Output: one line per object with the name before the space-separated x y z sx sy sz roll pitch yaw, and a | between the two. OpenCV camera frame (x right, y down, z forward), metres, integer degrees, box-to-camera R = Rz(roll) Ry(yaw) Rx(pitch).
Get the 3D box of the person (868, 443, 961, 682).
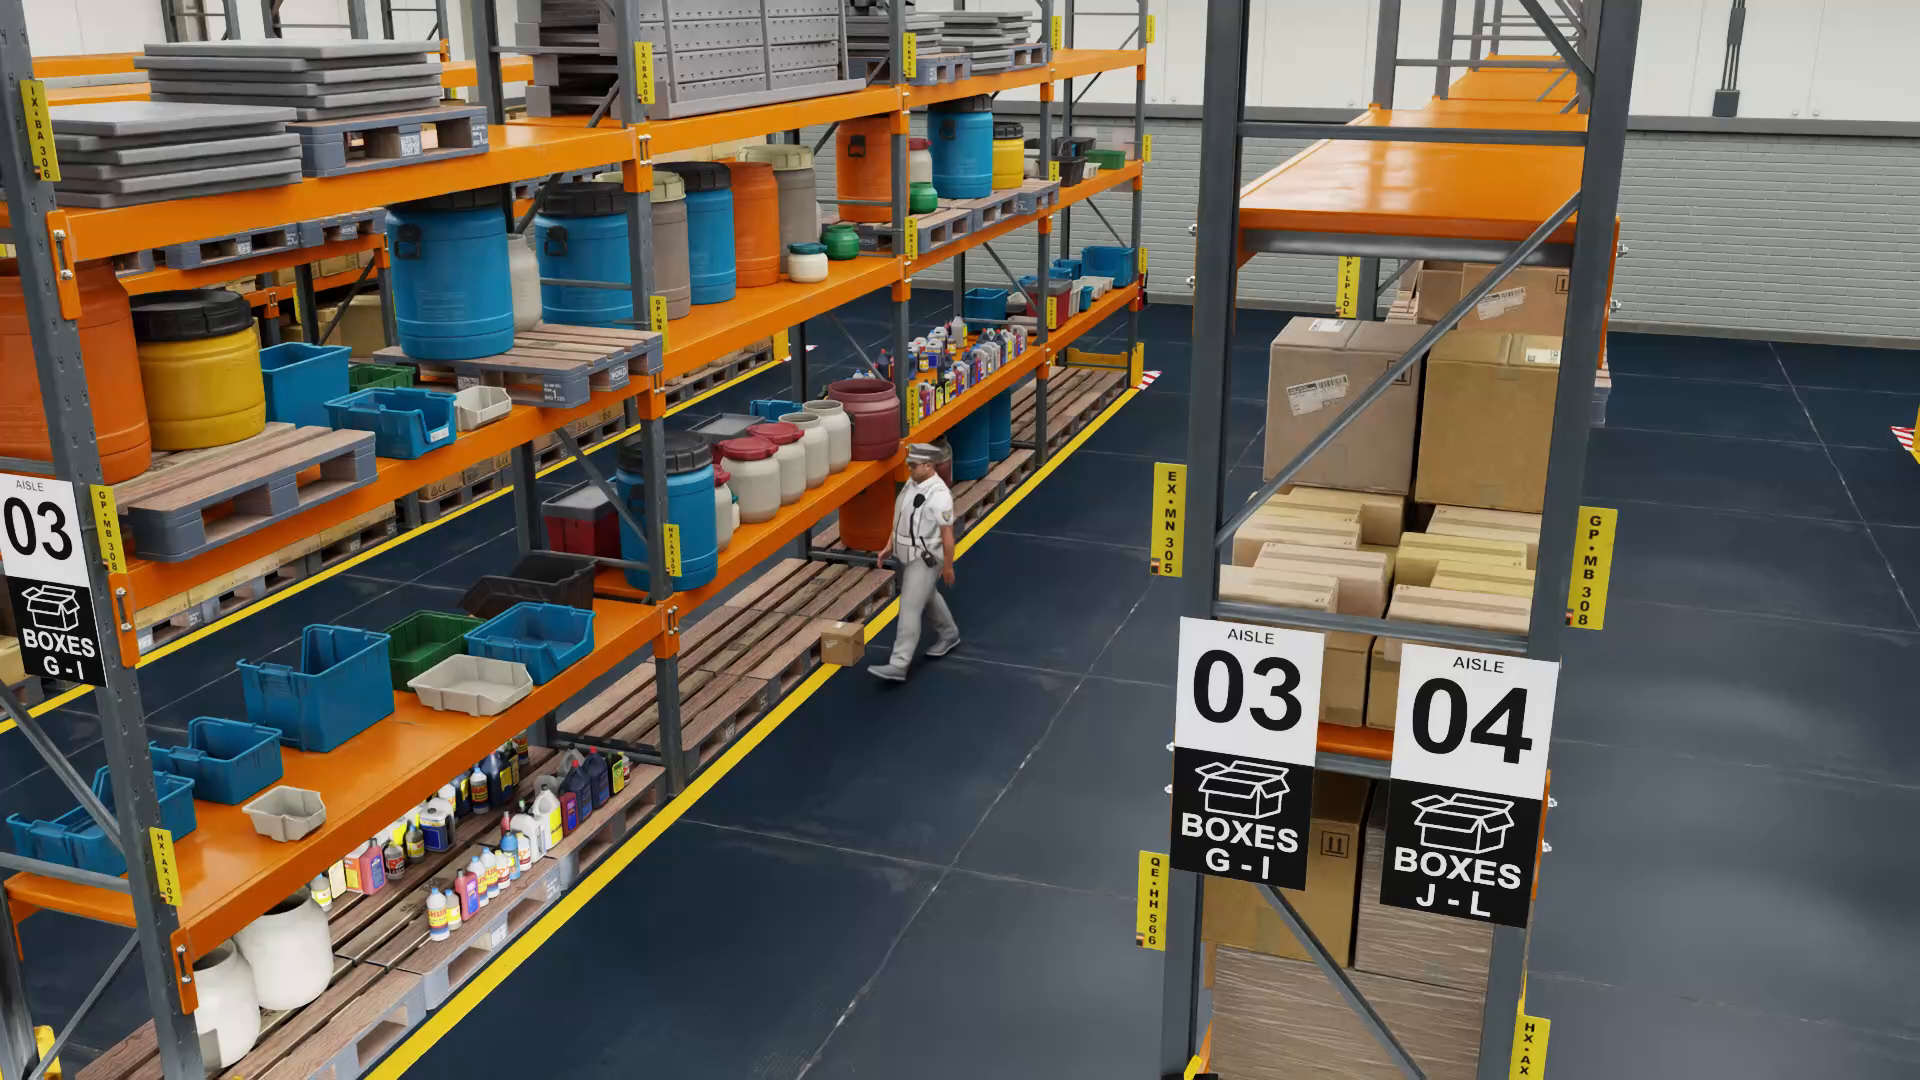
person | -0.342 0.132 12.177 0.929 1.715 0.614 -8 20 -23
